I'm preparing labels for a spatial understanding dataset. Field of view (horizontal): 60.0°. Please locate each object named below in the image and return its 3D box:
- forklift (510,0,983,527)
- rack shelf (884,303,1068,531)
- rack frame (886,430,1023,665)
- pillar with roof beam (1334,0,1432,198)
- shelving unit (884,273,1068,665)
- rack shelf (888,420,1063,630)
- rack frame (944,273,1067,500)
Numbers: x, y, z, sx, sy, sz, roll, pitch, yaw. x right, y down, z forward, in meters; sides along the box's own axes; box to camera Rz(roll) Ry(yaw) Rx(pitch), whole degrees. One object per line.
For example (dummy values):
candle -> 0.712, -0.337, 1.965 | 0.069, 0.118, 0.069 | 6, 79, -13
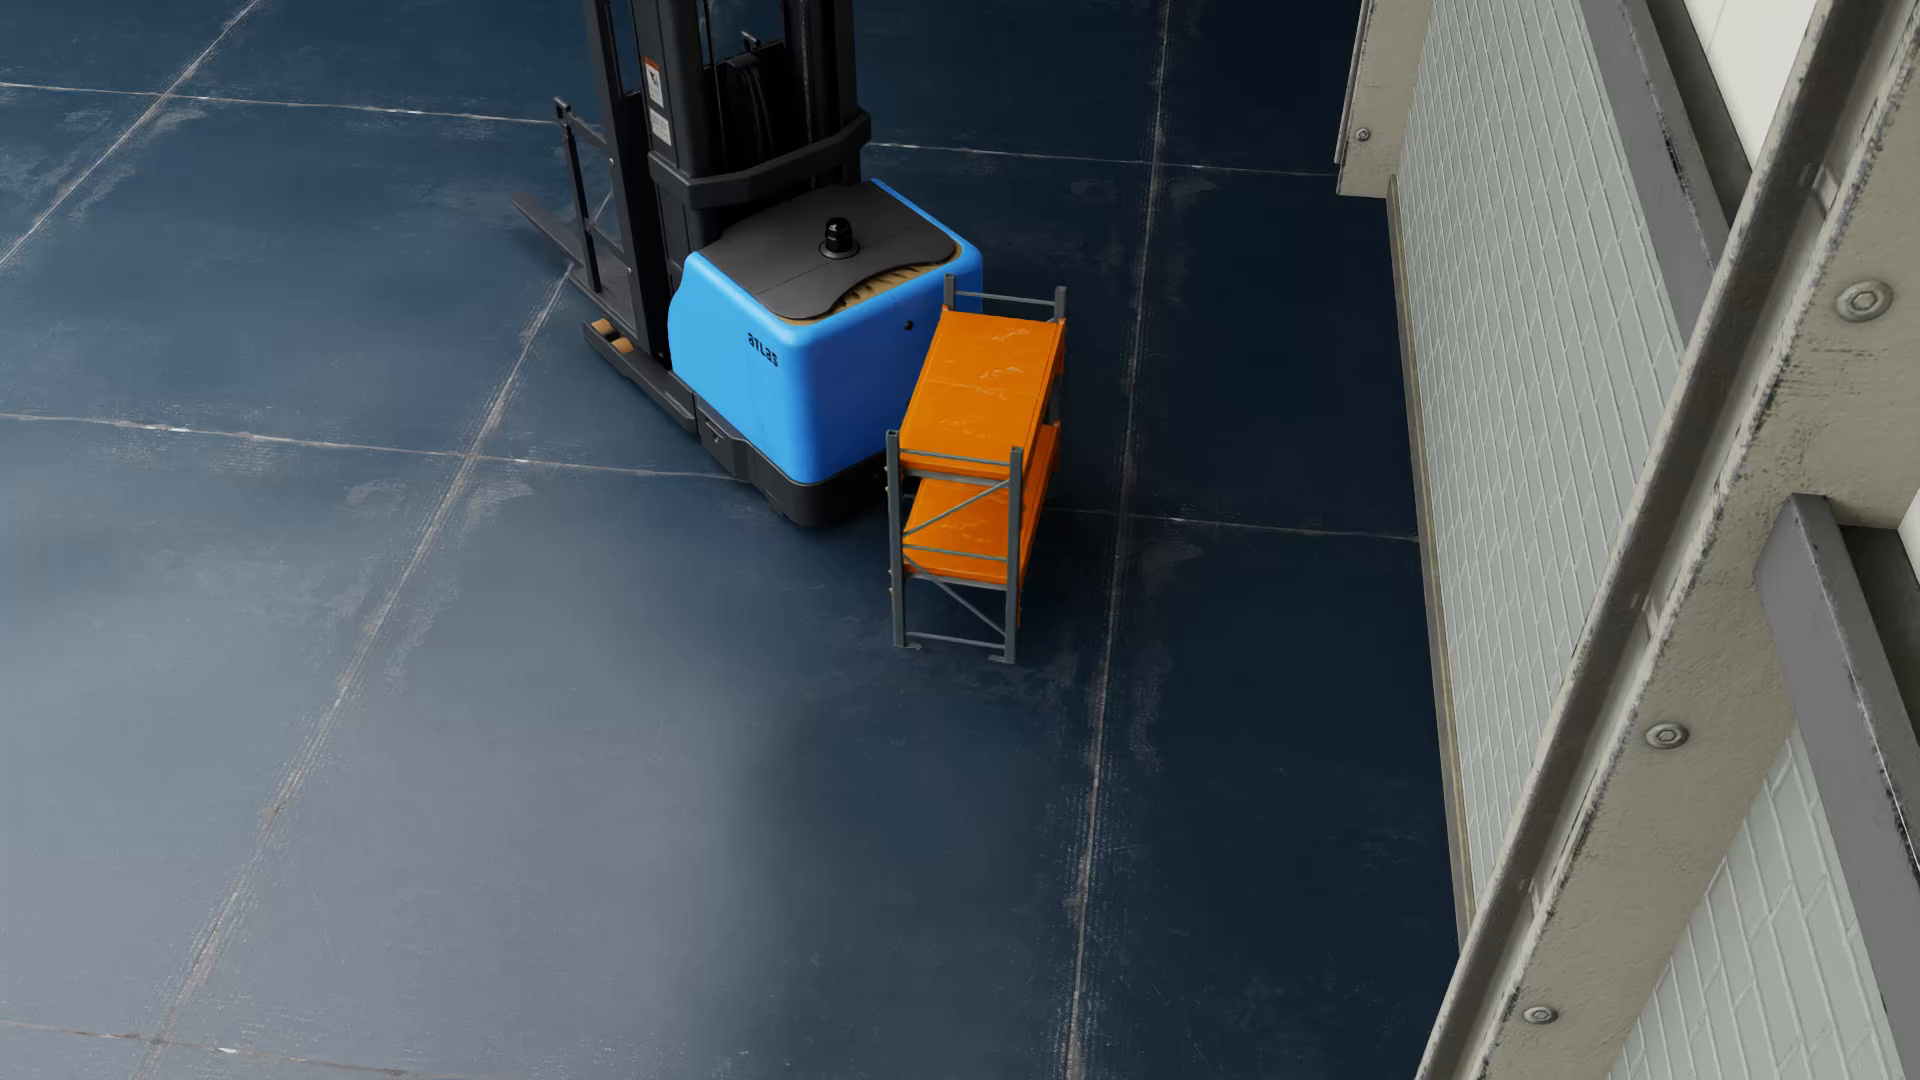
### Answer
forklift -> -1.198, -2.075, 7.310 | 1.130, 2.935, 3.031 | -29, 50, -27
rack shelf -> 0.081, -0.503, 6.538 | 0.538, 0.278, 1.000 | 8, 44, 8
rack frame -> -0.020, 0.052, 6.377 | 0.500, 1.125, 0.032 | 8, 44, 8
pillar with roof beam -> -1.984, -5.709, 6.735 | 9.100, 9.000, 0.400 | 5, 44, 6
shelving unit -> 0.081, -0.291, 6.739 | 0.538, 1.125, 1.048 | 8, 44, 8
rack shelf -> 0.081, -0.113, 6.907 | 0.538, 0.278, 1.000 | 8, 44, 8
rack frame -> 0.182, -0.633, 7.101 | 0.500, 1.125, 0.032 | 8, 44, 8
